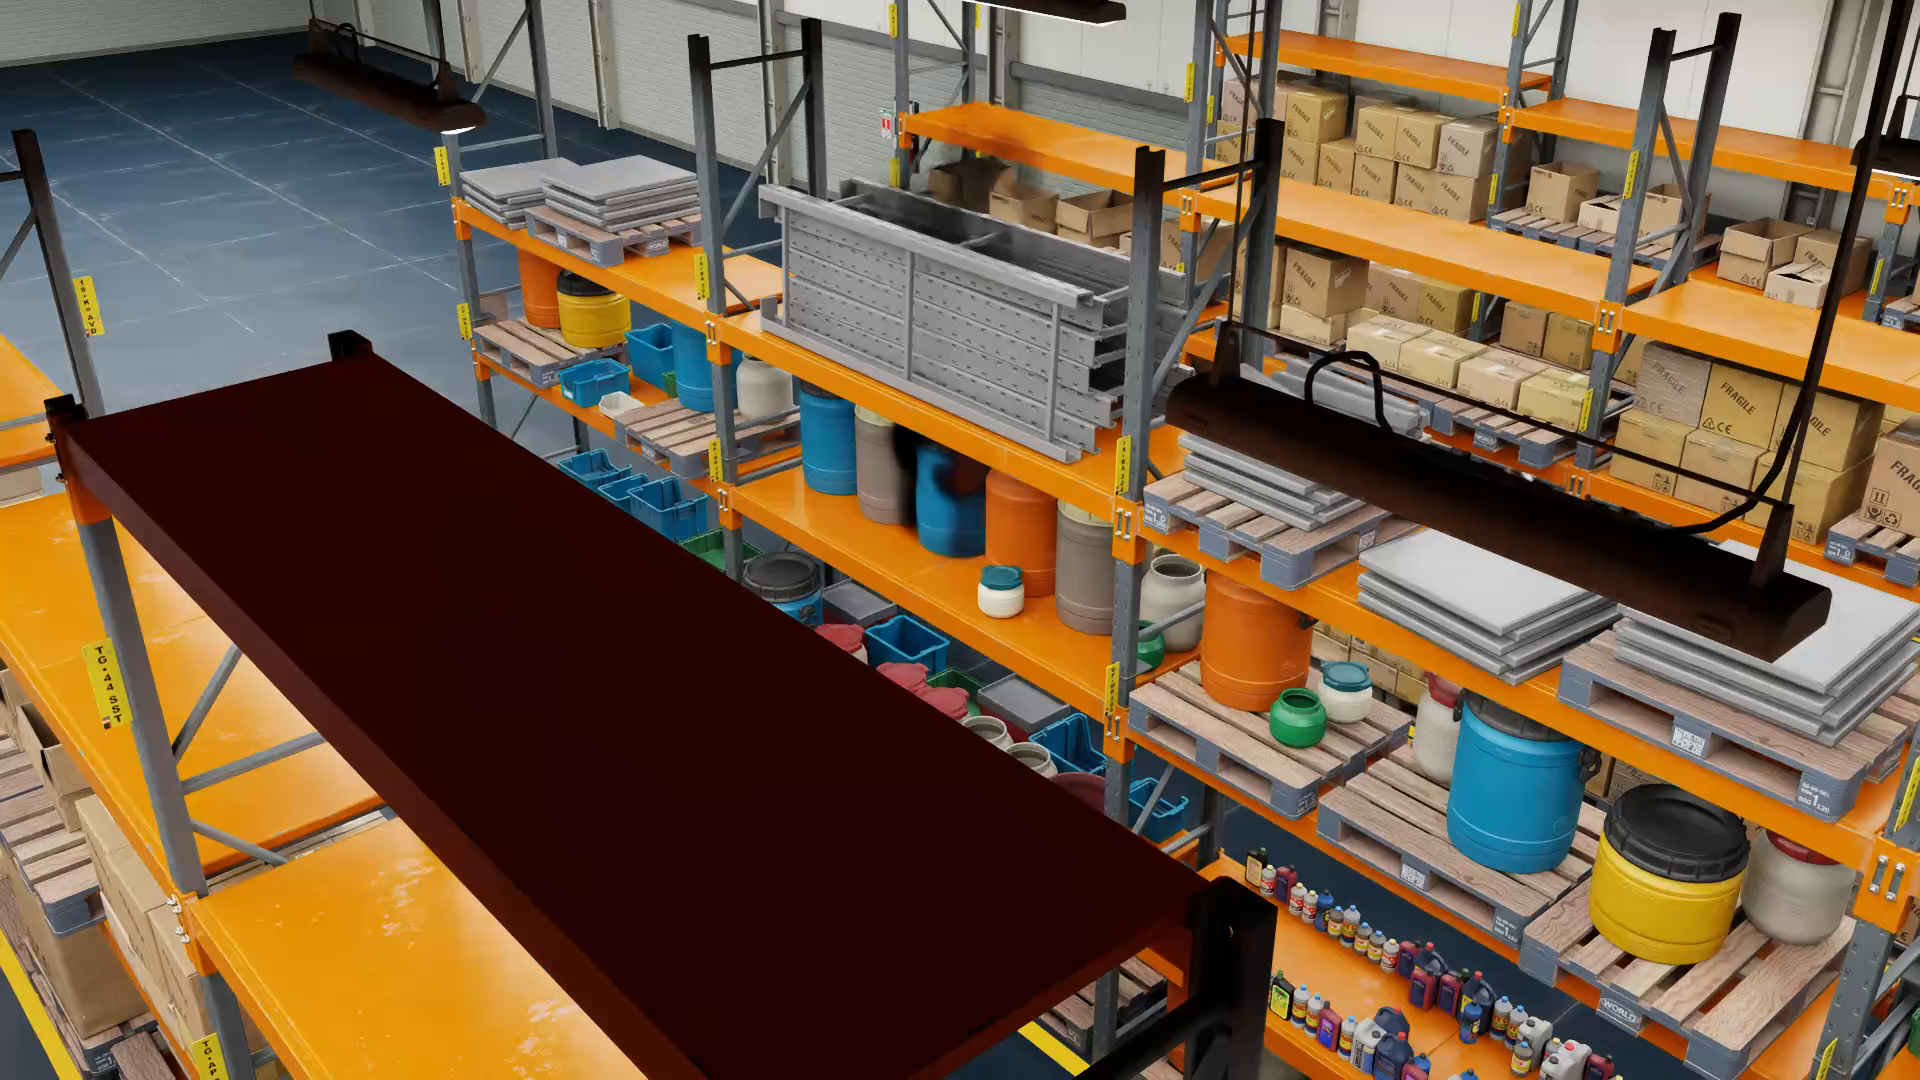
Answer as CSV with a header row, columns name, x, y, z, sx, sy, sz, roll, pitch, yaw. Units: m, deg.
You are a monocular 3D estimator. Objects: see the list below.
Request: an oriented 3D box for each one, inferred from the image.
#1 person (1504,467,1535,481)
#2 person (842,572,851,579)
name,x,y,z,sx,sy,sz,roll,pitch,yaw
person,5.480,-0.279,16.338,0.871,1.609,0.536,22,34,36
person,-0.927,0.070,15.554,0.725,1.755,0.630,13,30,24
